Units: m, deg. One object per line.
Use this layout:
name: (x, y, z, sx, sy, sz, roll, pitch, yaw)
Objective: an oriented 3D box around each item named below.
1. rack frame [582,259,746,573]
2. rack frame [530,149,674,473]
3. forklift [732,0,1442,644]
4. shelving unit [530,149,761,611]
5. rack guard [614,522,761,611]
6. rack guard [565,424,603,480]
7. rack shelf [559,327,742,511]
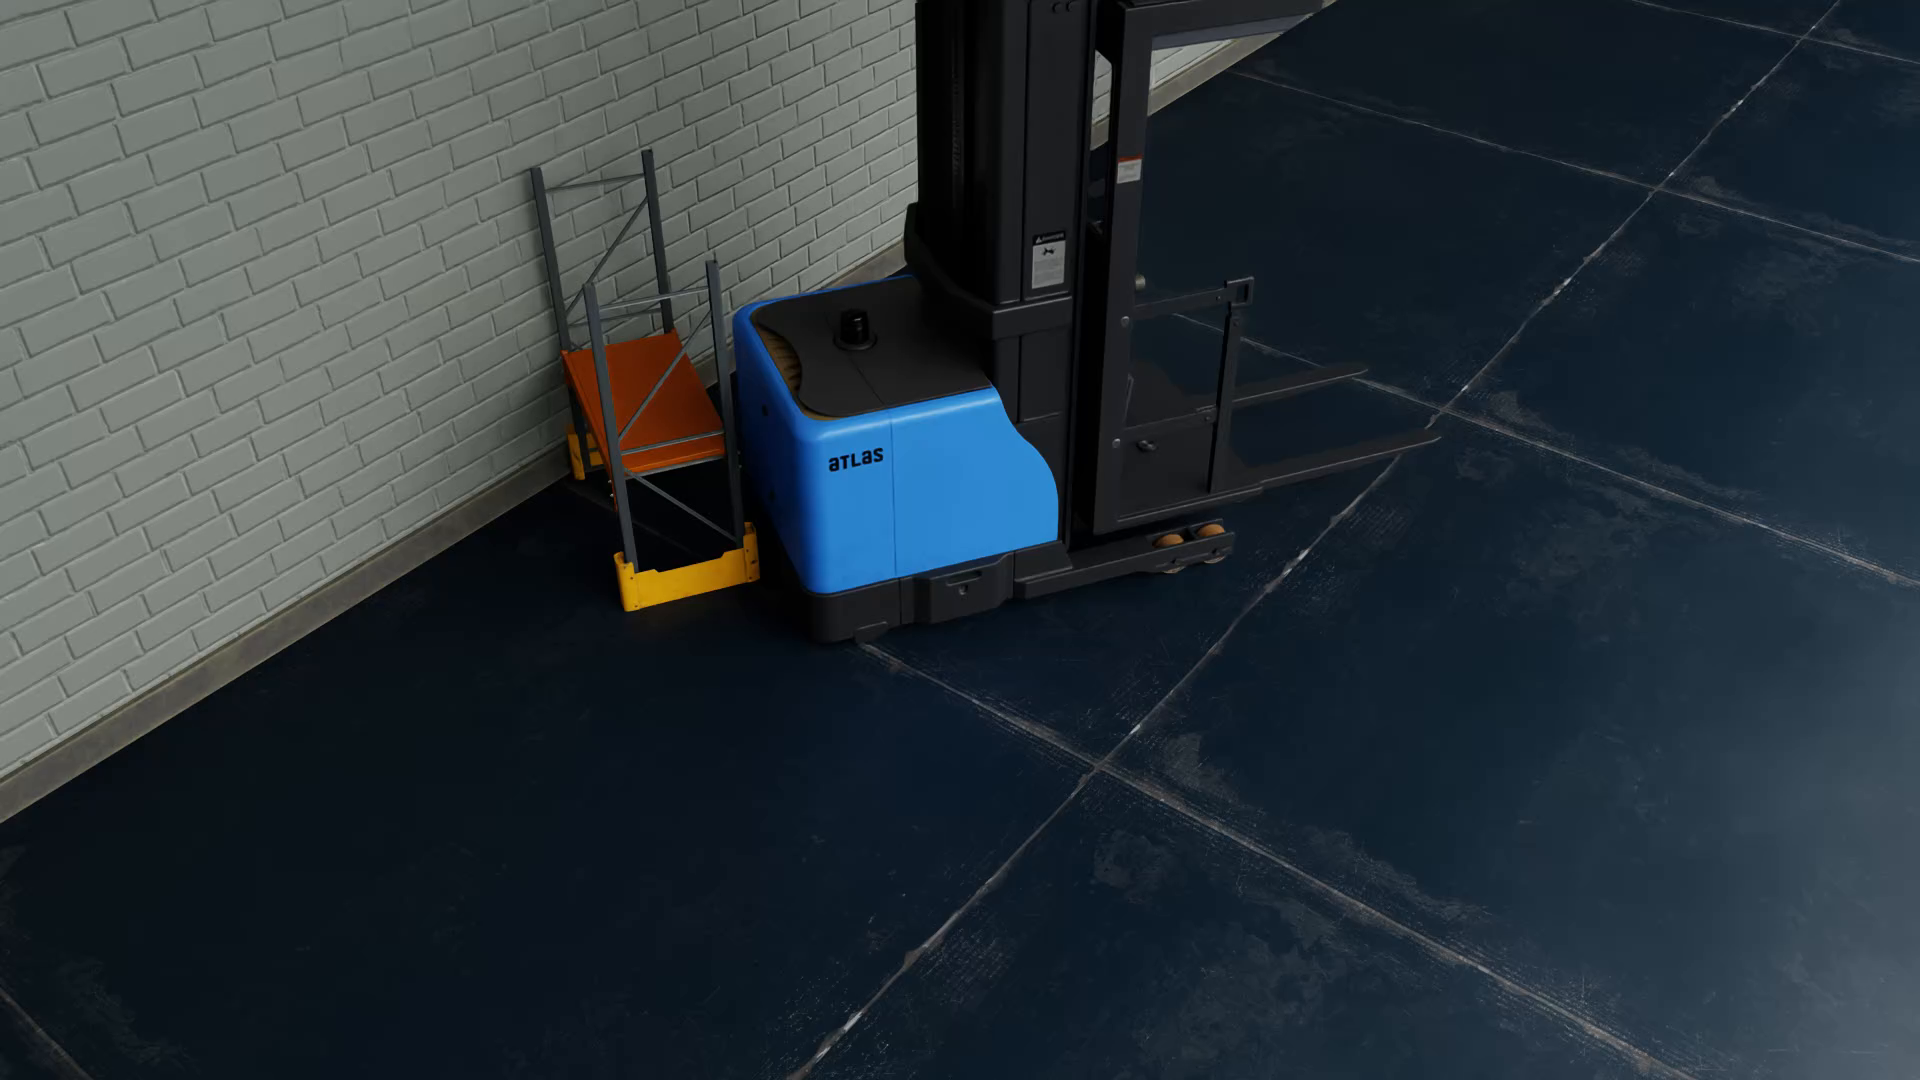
rack frame: (-1.126, -0.381, 6.520, 0.500, 1.500, 0.032, -14, 40, -17)
rack frame: (-1.506, -0.963, 7.263, 0.500, 1.500, 0.032, -14, 40, -17)
forklift: (0.636, -1.303, 6.537, 3.031, 2.935, 1.130, -13, 40, -16)
shelving unit: (-1.313, -0.667, 6.885, 0.587, 1.500, 1.083, -14, 40, -17)
rack guard: (-1.127, 0.110, 6.907, 0.587, 0.250, 0.087, -14, 40, -17)
rack guard: (-1.498, -0.460, 7.634, 0.587, 0.250, 0.087, -14, 40, -17)
rack shelf: (-1.316, -0.530, 7.003, 0.538, 0.185, 1.000, -14, 40, -17)
